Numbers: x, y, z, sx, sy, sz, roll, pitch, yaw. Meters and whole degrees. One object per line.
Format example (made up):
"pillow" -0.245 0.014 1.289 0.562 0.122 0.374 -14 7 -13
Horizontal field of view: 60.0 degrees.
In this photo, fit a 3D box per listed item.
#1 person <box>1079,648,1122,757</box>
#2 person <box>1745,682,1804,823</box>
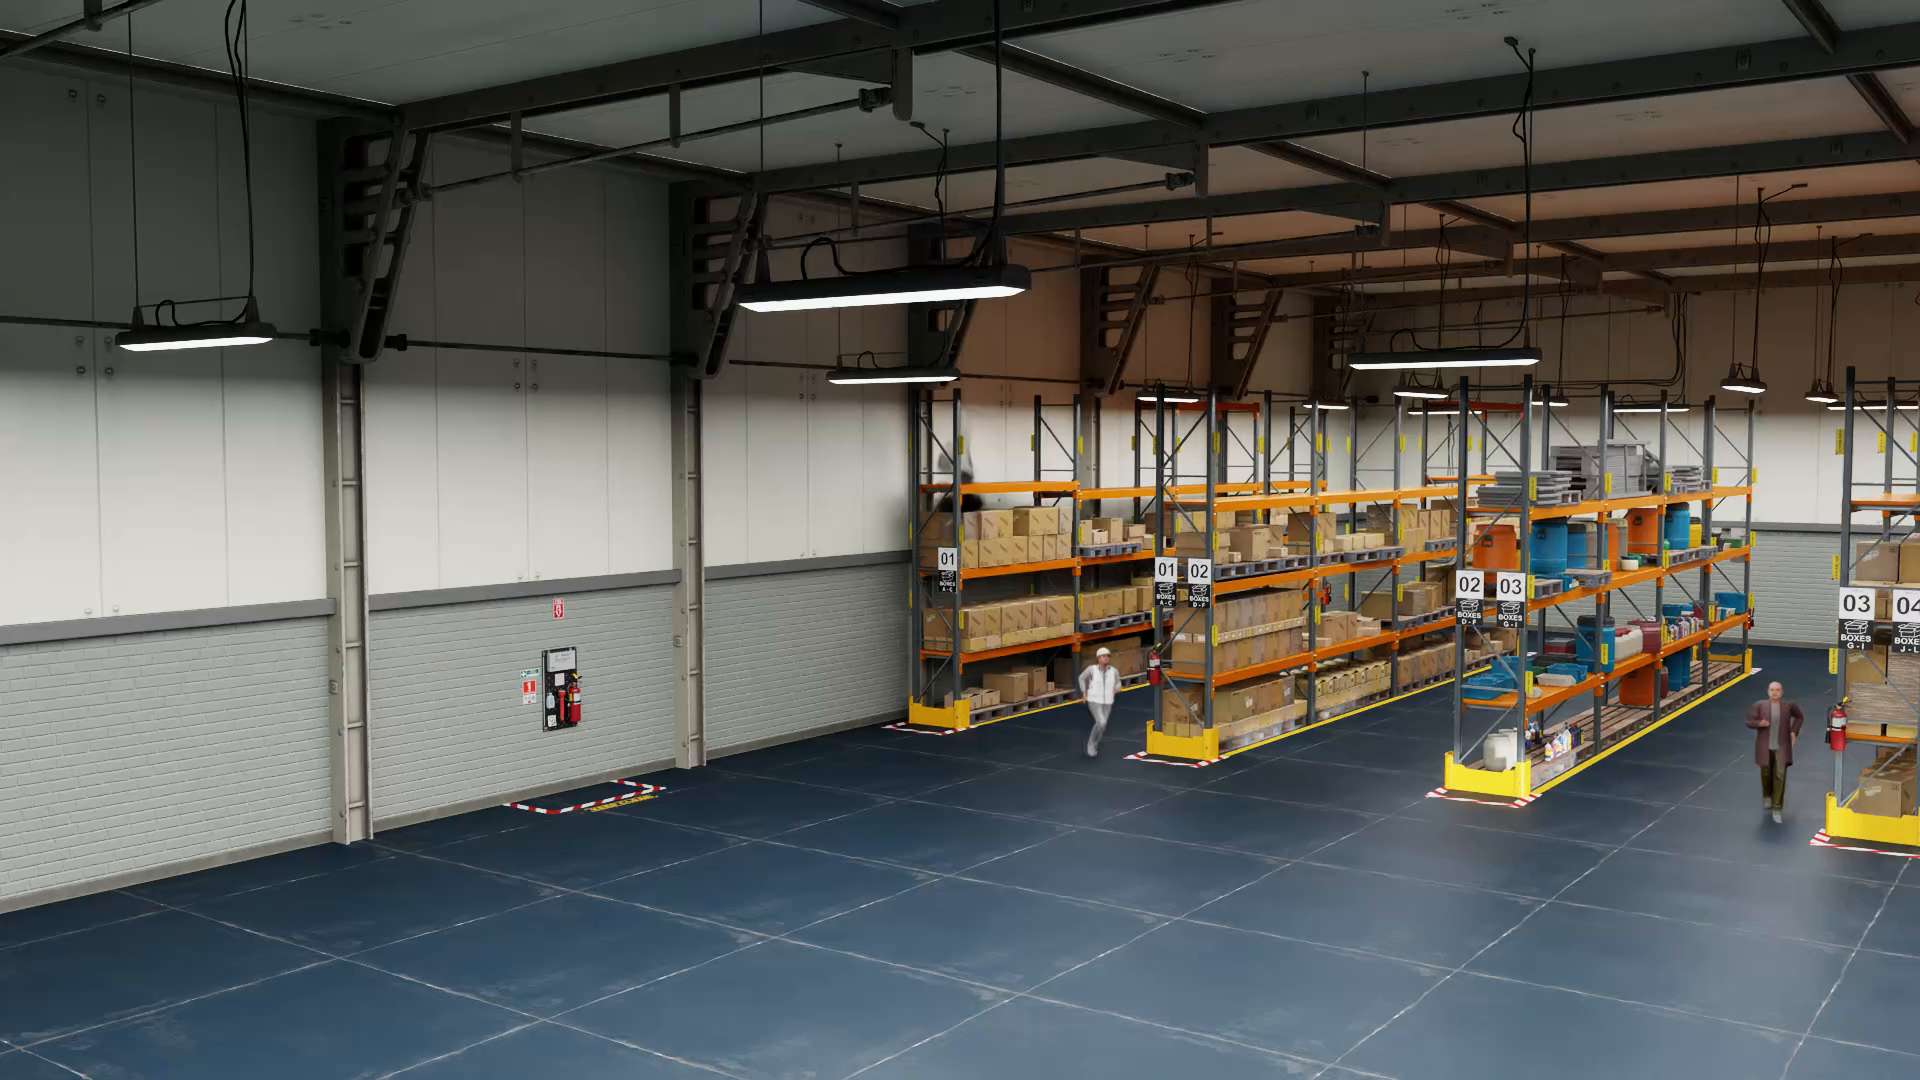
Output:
"person" 2.290 2.598 26.669 0.650 1.744 0.683 -1 3 -17
"person" 10.945 2.813 22.393 0.681 1.812 0.930 2 4 28
